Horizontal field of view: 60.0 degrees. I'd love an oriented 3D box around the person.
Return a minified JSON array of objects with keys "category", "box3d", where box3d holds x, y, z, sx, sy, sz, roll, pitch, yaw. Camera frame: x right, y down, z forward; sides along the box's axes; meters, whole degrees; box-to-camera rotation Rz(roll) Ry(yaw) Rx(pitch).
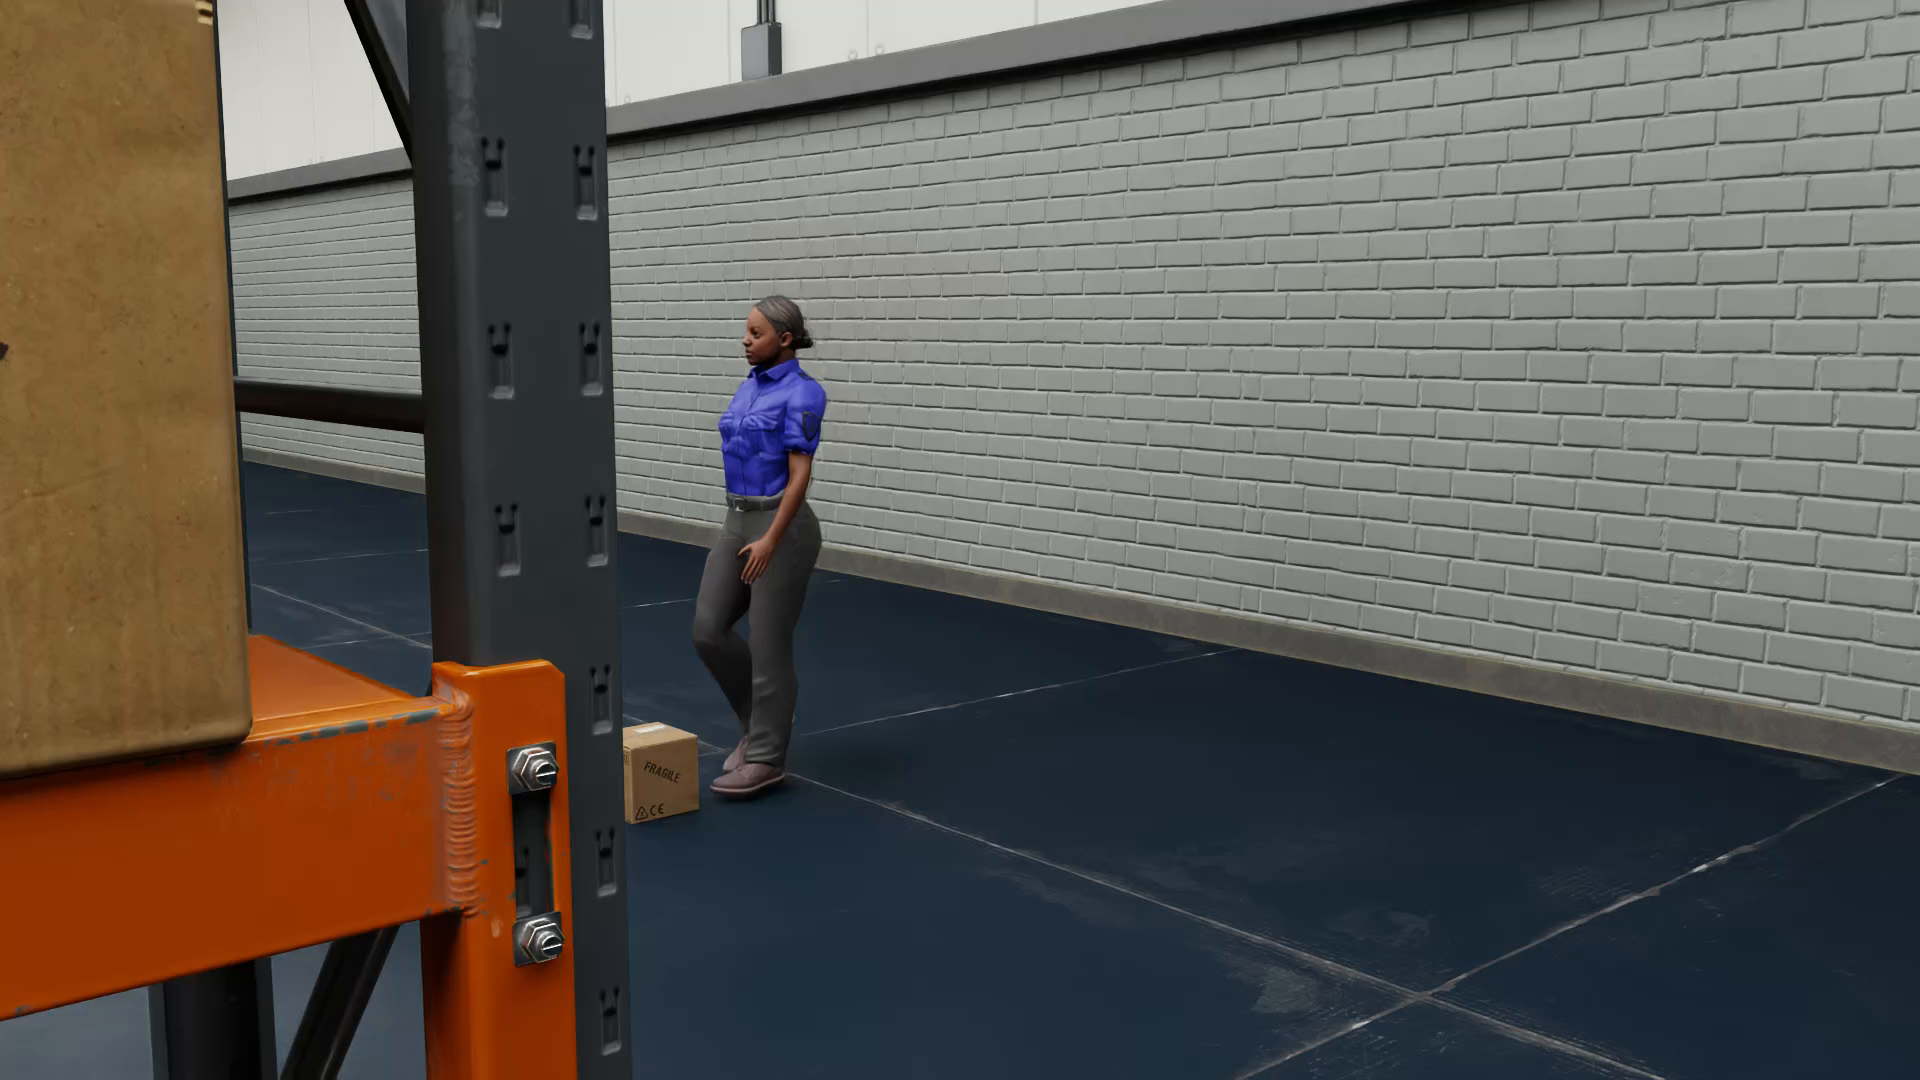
[{"category":"person","box3d":[-0.700,0.024,5.612,0.476,1.688,0.470,-7,10,-43]}]
